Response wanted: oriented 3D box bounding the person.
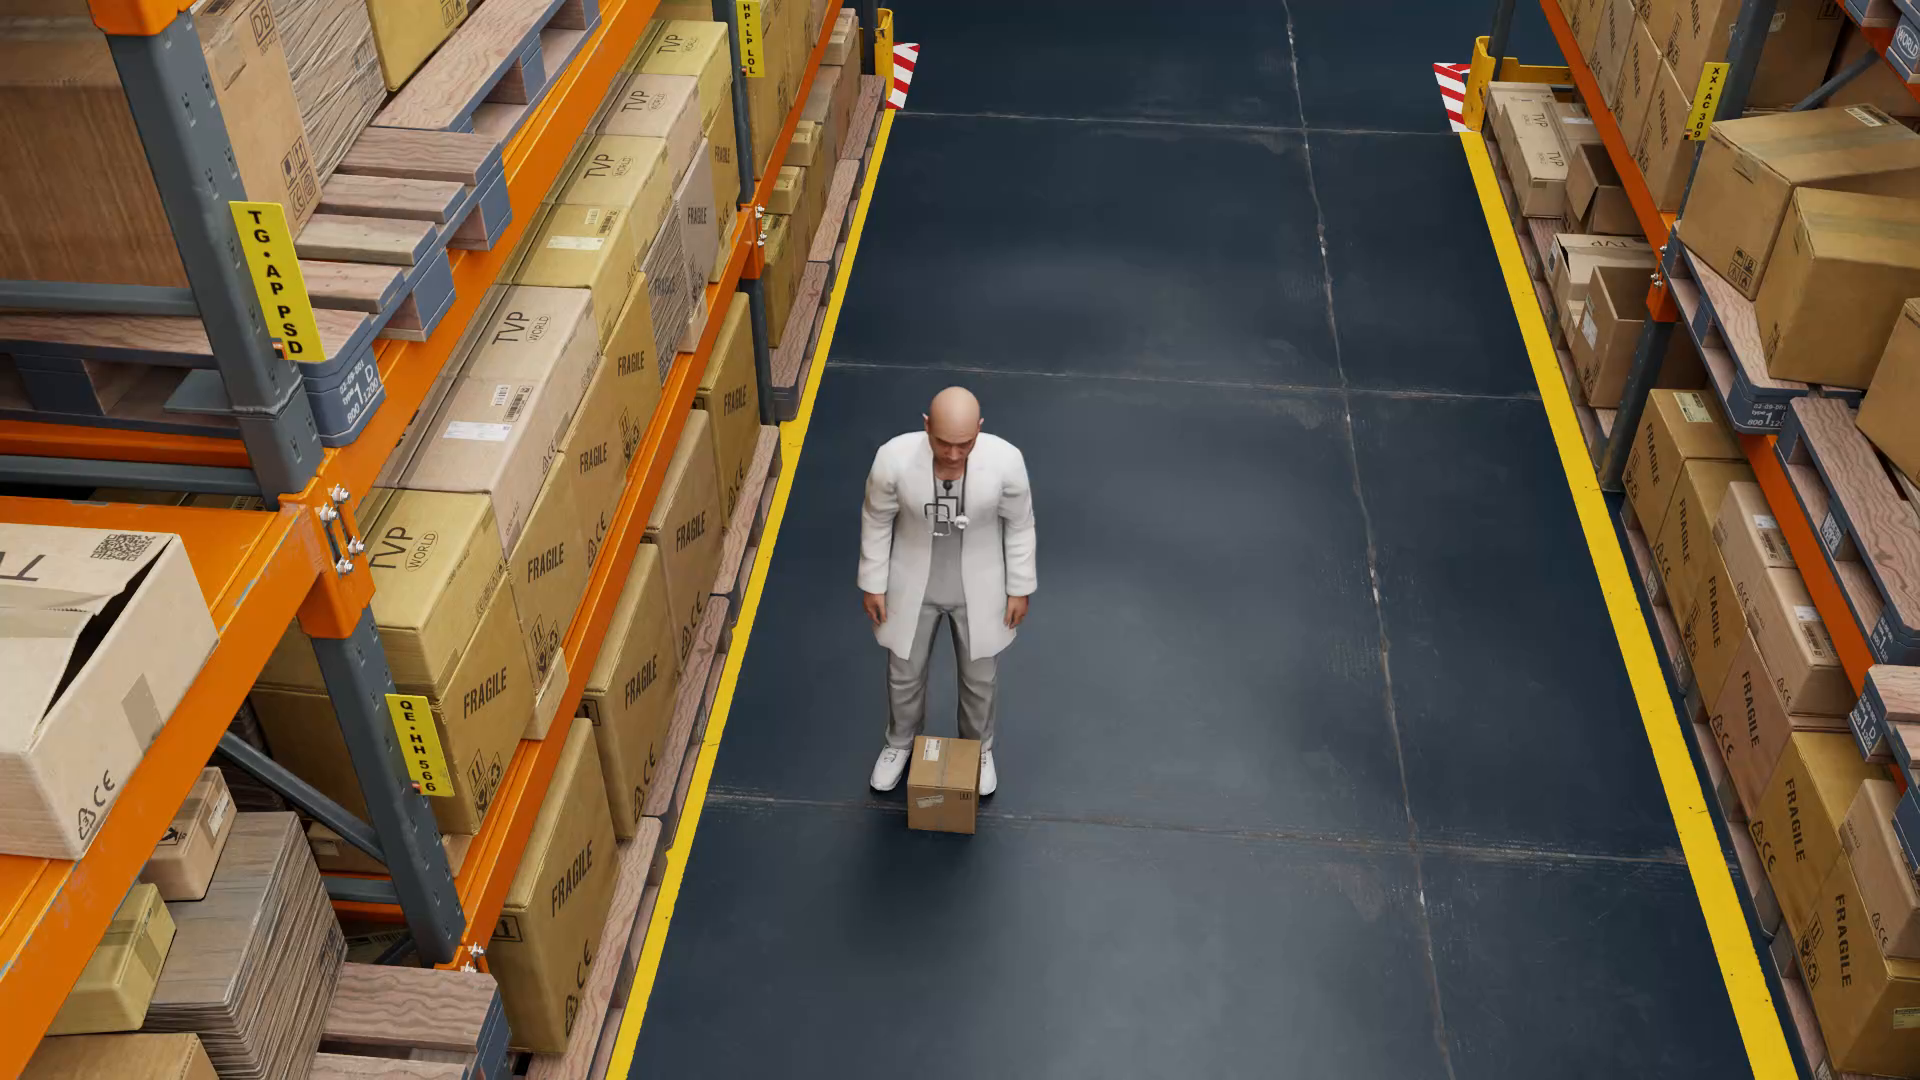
[{"bbox_3d":[-0.046,0.176,5.956,0.645,1.772,0.430,1,40,1],"label":"person"}]
